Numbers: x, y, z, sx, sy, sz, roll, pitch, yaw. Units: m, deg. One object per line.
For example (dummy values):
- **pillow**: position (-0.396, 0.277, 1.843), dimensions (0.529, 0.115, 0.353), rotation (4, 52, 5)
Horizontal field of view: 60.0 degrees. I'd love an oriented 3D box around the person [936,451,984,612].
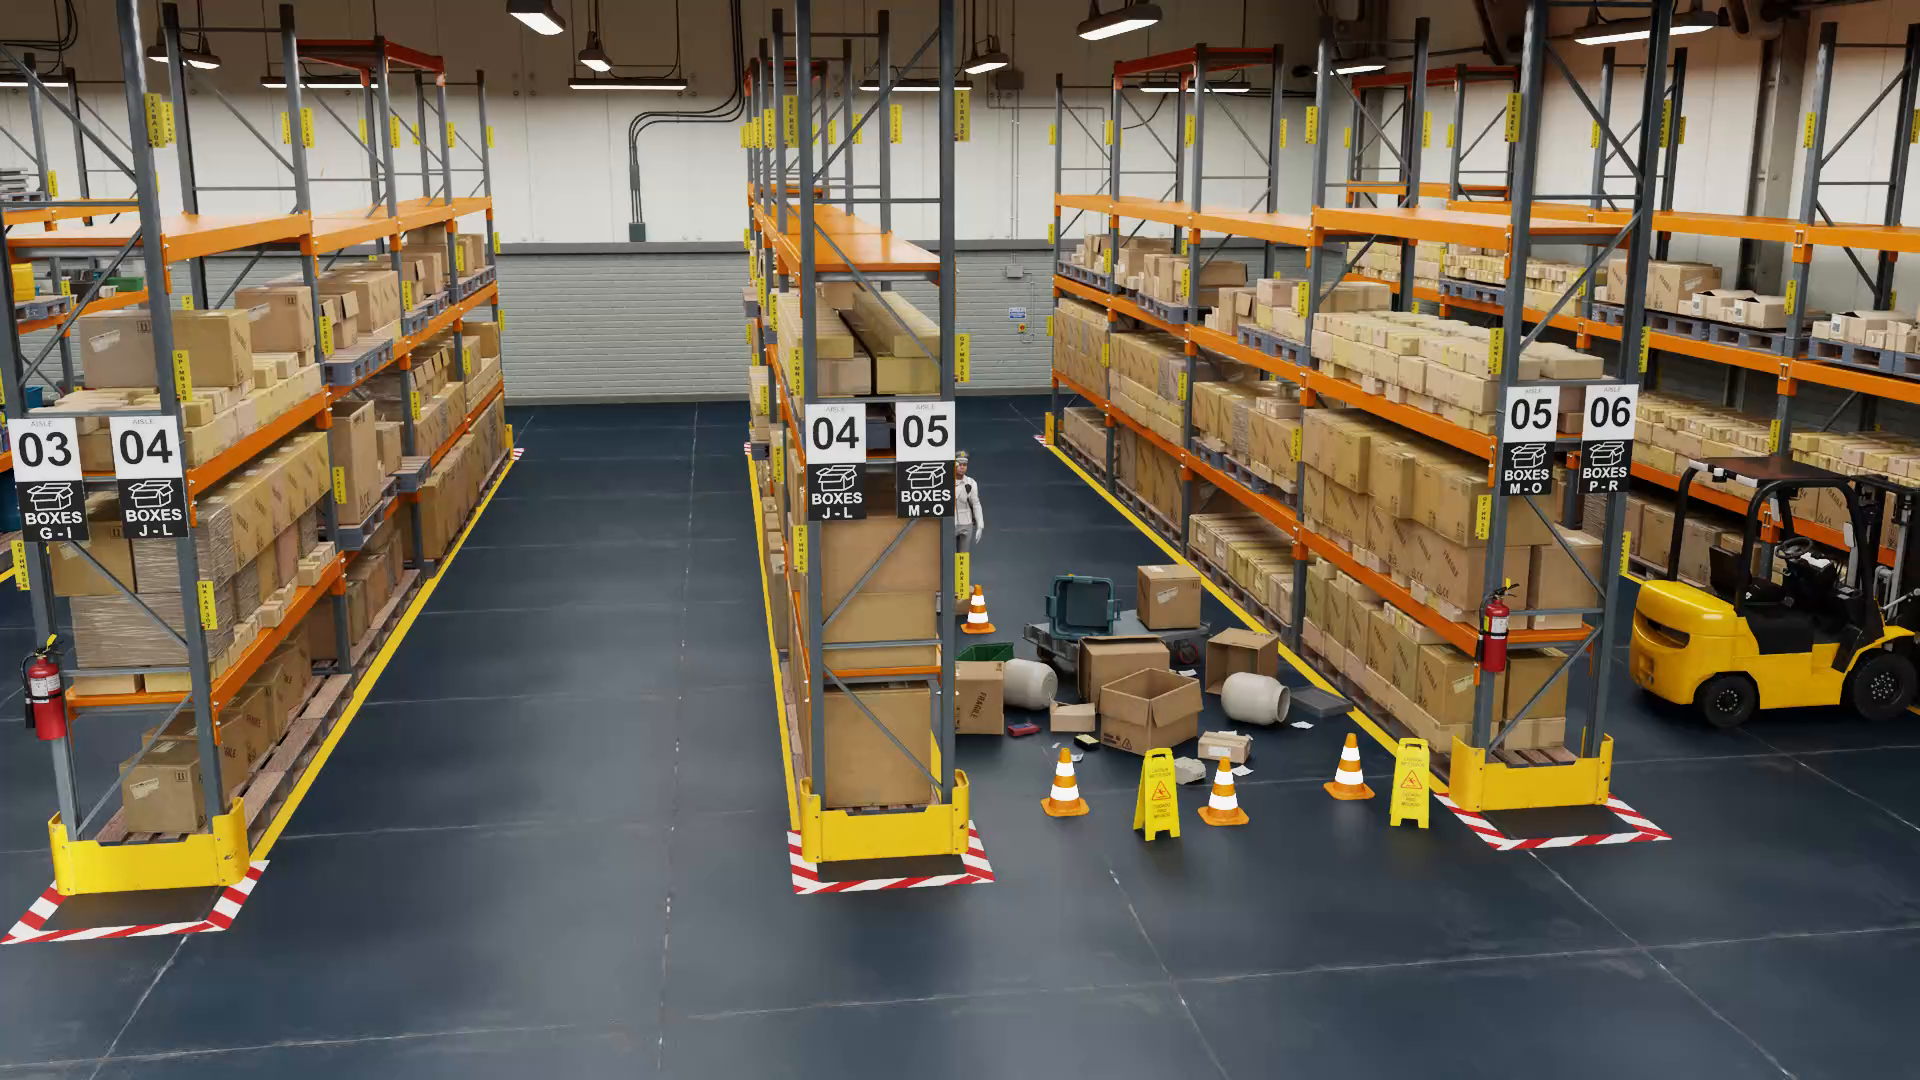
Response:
- **person**: position (-0.029, -0.109, 17.837), dimensions (0.586, 1.695, 0.532), rotation (-2, 13, -8)
